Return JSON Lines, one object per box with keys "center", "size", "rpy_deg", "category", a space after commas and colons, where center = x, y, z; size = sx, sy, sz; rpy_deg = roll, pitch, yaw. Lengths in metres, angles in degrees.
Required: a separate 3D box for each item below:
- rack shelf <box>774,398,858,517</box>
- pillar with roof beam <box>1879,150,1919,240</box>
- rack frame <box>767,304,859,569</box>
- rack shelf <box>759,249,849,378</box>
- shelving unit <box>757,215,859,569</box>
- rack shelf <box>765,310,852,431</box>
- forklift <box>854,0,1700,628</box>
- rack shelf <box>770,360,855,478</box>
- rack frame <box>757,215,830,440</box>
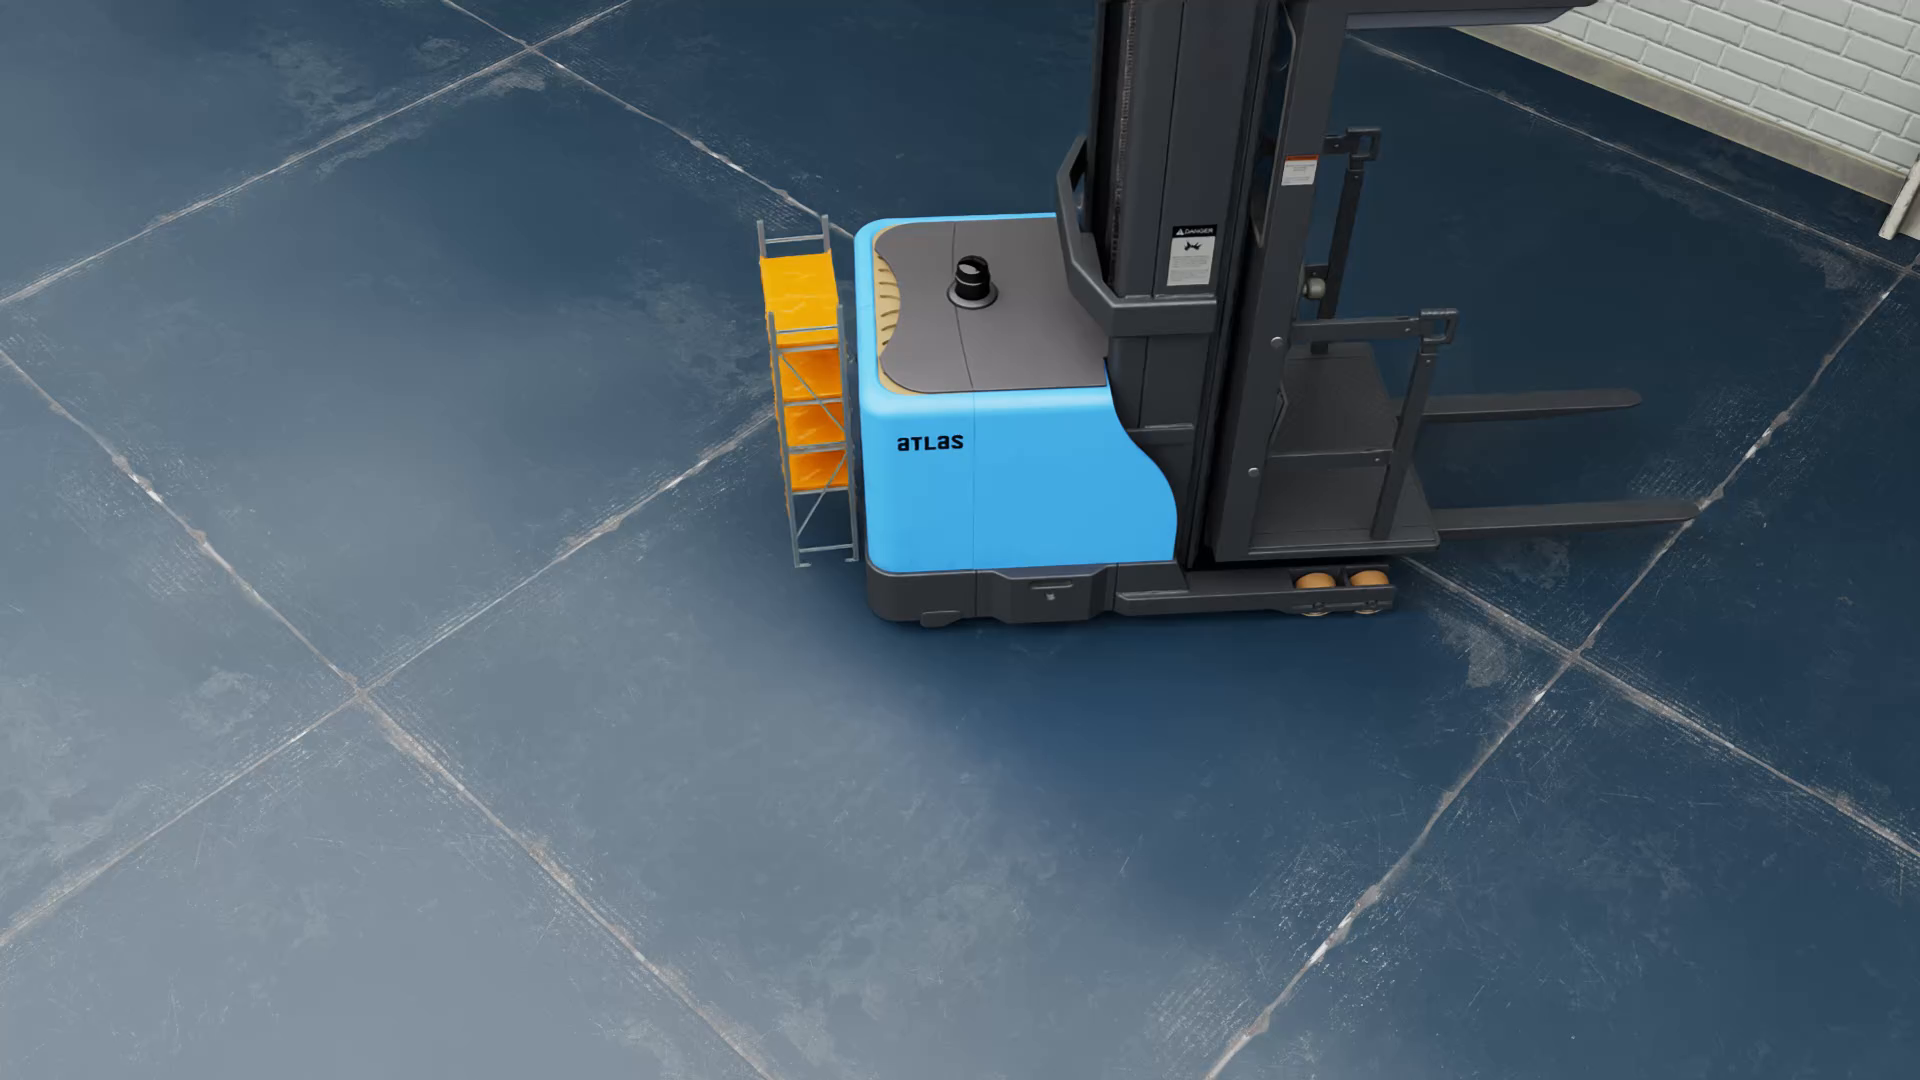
{"center": [-0.530, -0.317, 6.090], "size": [0.258, 0.148, 0.480], "rpy_deg": [-6, 47, -6], "category": "rack shelf"}
{"center": [1.498, -2.143, 2.090], "size": [0.400, 9.000, 9.100], "rpy_deg": [34, 55, 28], "category": "pillar with roof beam"}
{"center": [-0.493, -0.323, 5.731], "size": [0.240, 1.200, 0.015], "rpy_deg": [-6, 47, -6], "category": "rack frame"}
{"center": [-0.530, -0.768, 5.609], "size": [0.258, 0.148, 0.480], "rpy_deg": [-6, 47, -6], "category": "rack shelf"}
{"center": [-0.530, -0.499, 5.896], "size": [0.258, 1.200, 0.503], "rpy_deg": [-6, 47, -6], "category": "shelving unit"}
{"center": [-0.530, -0.606, 5.782], "size": [0.258, 0.148, 0.480], "rpy_deg": [-6, 47, -6], "category": "rack shelf"}
{"center": [1.156, -1.113, 5.285], "size": [3.031, 2.935, 1.130], "rpy_deg": [-3, 47, -3], "category": "forklift"}
{"center": [-0.530, -0.453, 5.945], "size": [0.258, 0.148, 0.480], "rpy_deg": [-6, 47, -6], "category": "rack shelf"}
{"center": [-0.566, -0.675, 6.061], "size": [0.240, 1.200, 0.015], "rpy_deg": [-6, 47, -6], "category": "rack frame"}
